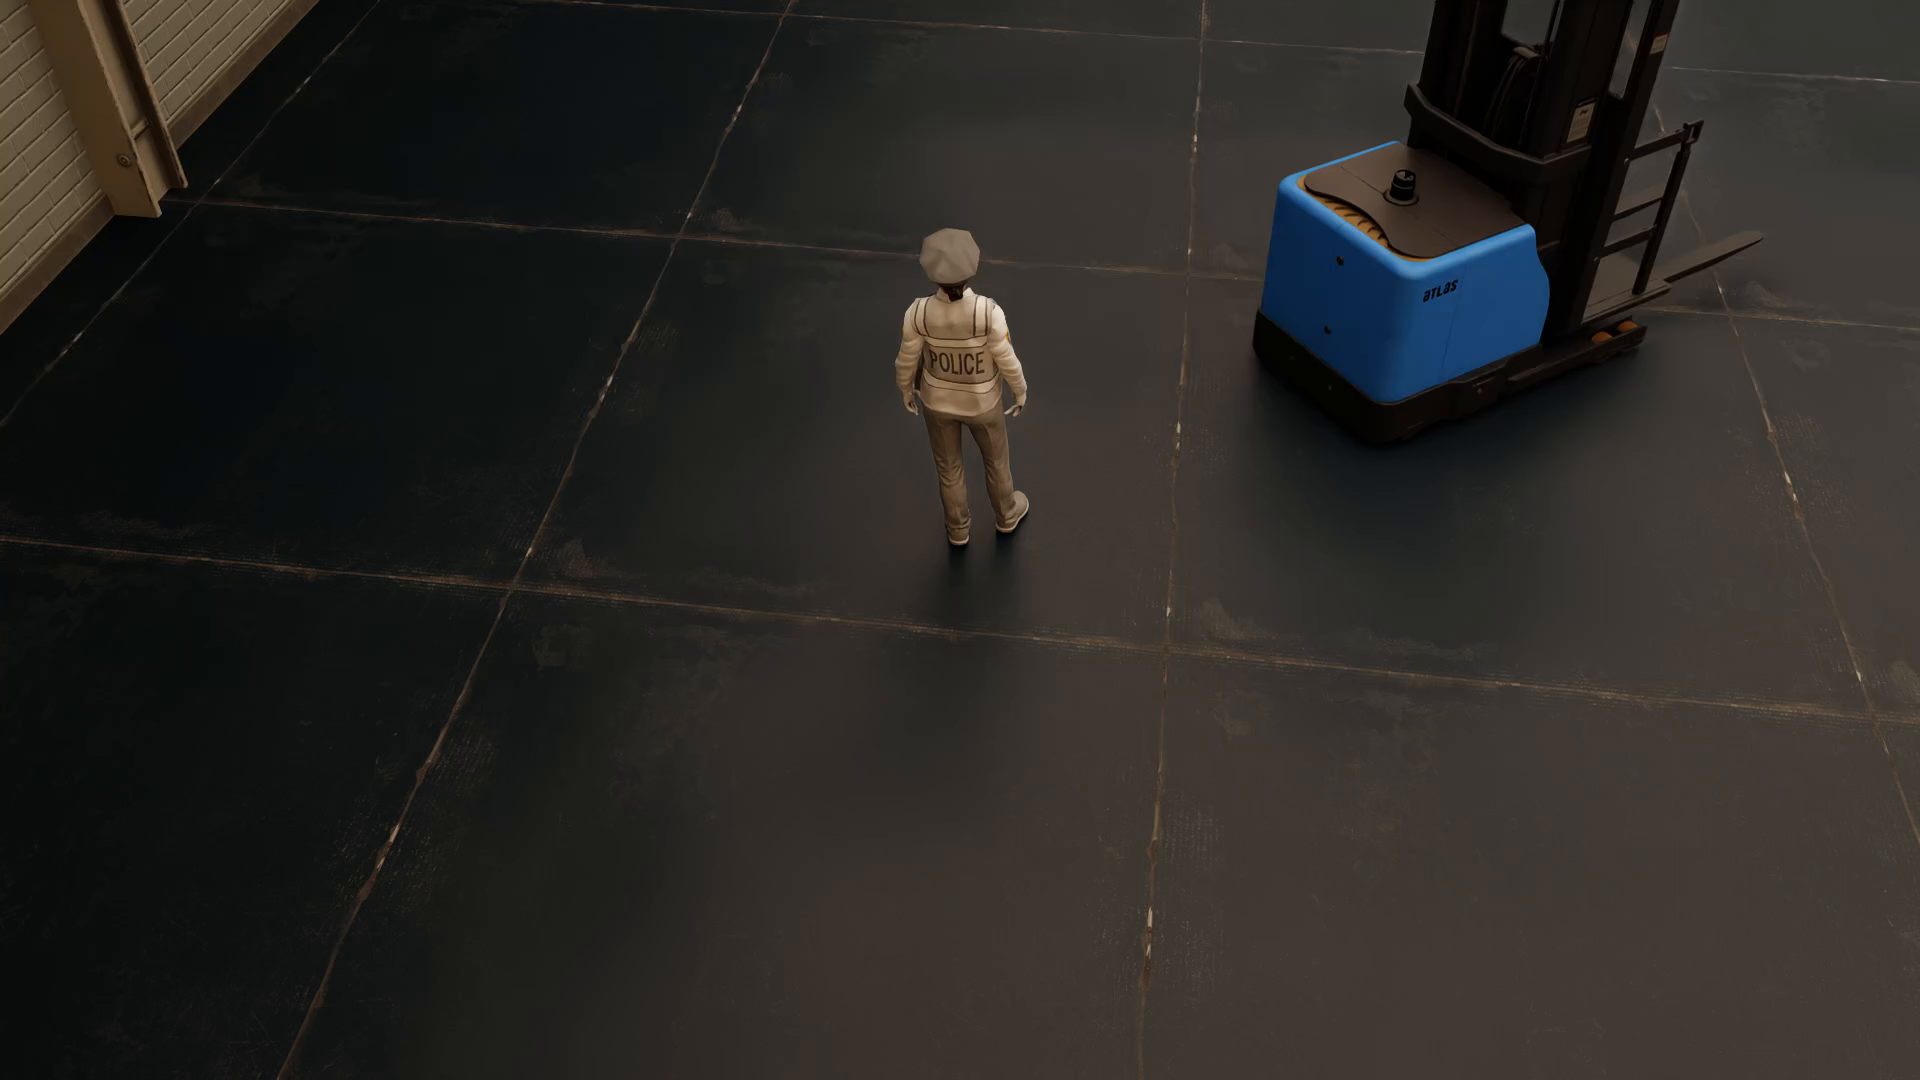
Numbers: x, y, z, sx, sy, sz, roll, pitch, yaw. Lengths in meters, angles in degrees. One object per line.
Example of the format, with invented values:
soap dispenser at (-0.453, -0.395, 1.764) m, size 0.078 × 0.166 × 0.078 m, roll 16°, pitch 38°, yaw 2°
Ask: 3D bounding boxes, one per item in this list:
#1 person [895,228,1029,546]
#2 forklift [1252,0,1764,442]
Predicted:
person at (0.016, -0.675, 7.362) m, size 0.586 × 1.695 × 0.531 m, roll 5°, pitch 43°, yaw 6°
forklift at (3.099, -2.315, 8.244) m, size 3.031 × 2.935 × 1.130 m, roll -22°, pitch 47°, yaw -22°
